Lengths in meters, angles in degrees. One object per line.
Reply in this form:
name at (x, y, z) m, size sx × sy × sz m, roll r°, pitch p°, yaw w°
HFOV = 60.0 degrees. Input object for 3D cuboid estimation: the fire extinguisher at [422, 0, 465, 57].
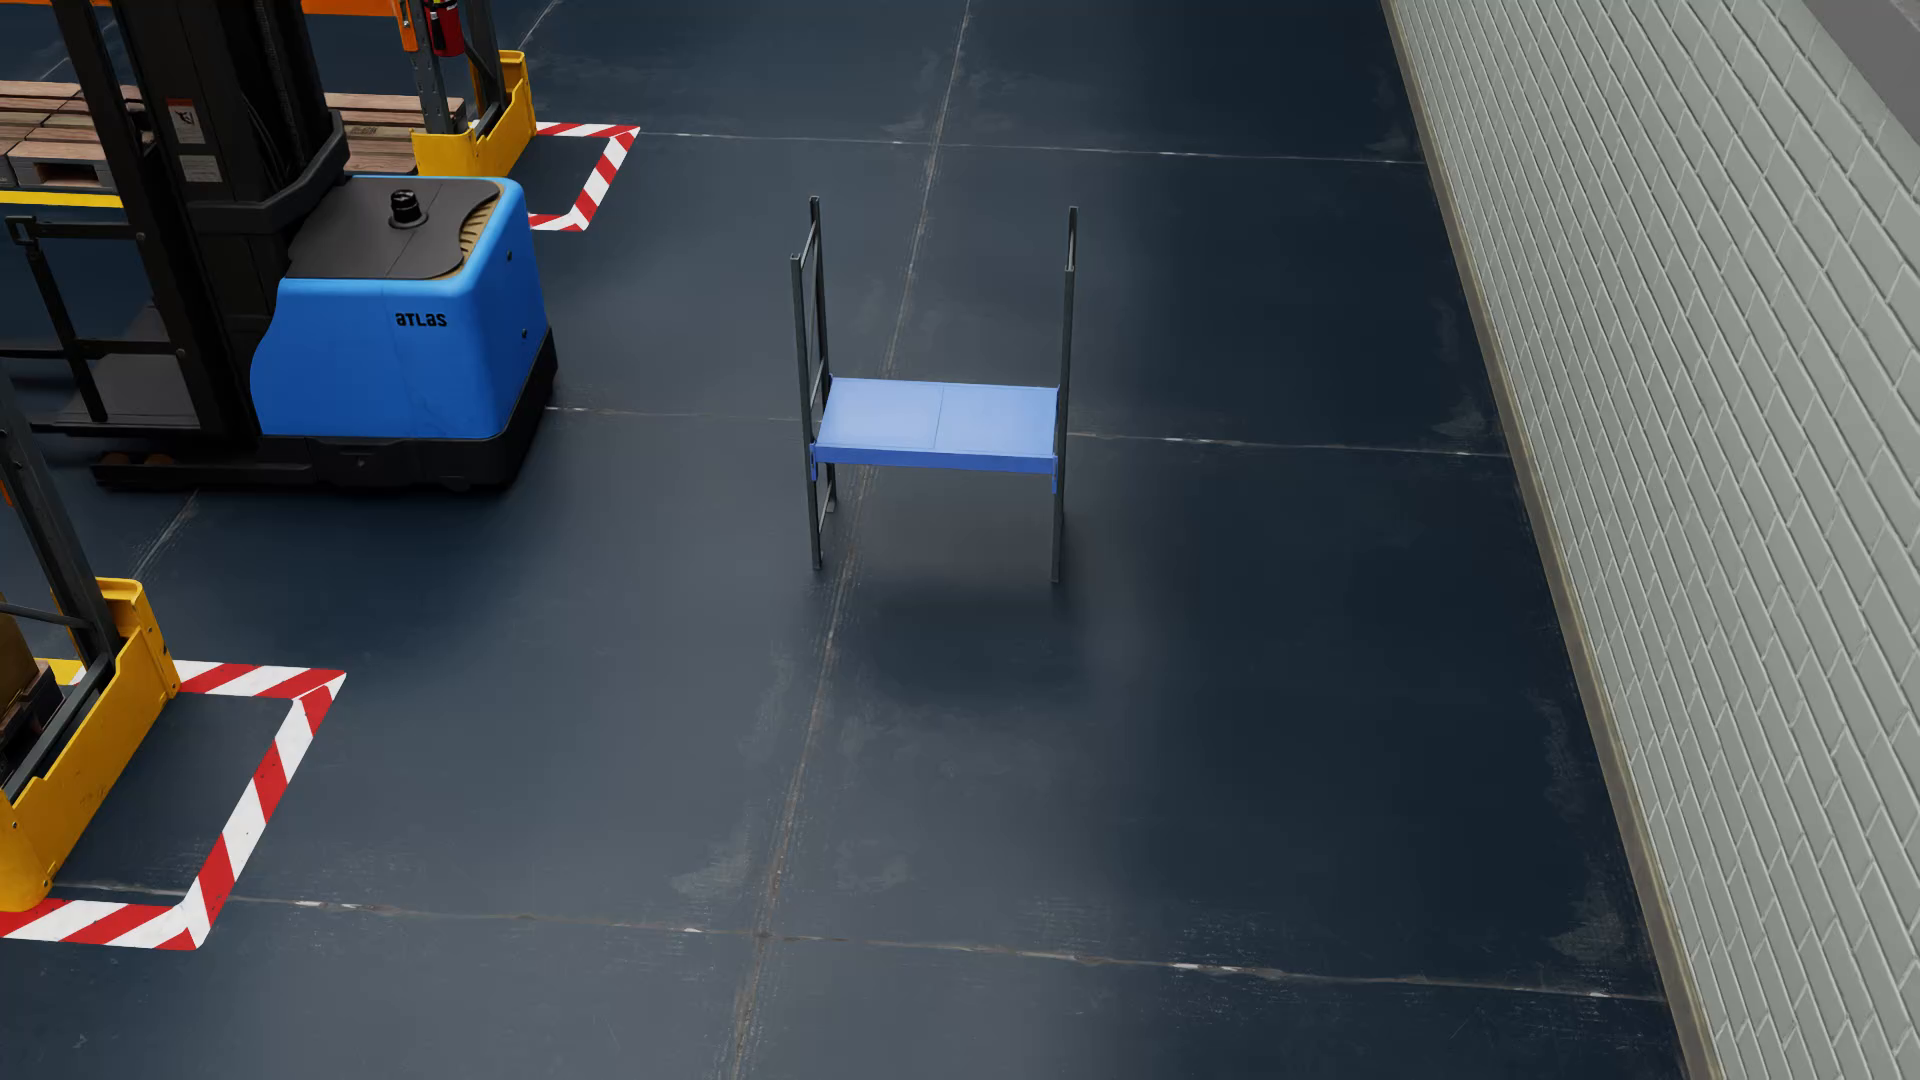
fire extinguisher at (-2.768, -2.912, 8.808) m, size 0.183 × 0.674 × 0.296 m, roll 3°, pitch 39°, yaw 4°

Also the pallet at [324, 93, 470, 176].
pallet at (-3.697, -2.368, 9.992) m, size 1.213 × 0.211 × 1.003 m, roll 3°, pitch 39°, yaw 4°

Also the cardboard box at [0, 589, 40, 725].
cardboard box at (-3.951, 0.411, 5.719) m, size 0.875 × 0.875 × 0.875 m, roll 3°, pitch 39°, yaw 4°

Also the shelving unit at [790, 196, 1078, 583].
shelving unit at (-0.085, -0.586, 6.782) m, size 1.048 × 1.500 × 0.538 m, roll 3°, pitch 39°, yaw 4°

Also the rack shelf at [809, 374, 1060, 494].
rack shelf at (-0.085, -0.447, 6.896) m, size 1.000 × 0.185 × 0.538 m, roll 3°, pitch 39°, yaw 4°

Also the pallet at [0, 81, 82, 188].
pallet at (-6.128, -2.501, 10.155) m, size 1.213 × 0.211 × 1.003 m, roll 3°, pitch 39°, yaw 4°

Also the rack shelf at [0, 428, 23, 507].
rack shelf at (-5.299, -0.095, 5.561) m, size 4.000 × 0.370 × 1.077 m, roll 3°, pitch 39°, yaw 4°

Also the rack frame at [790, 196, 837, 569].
rack frame at (-0.591, -0.614, 6.816) m, size 0.032 × 1.500 × 0.500 m, roll 3°, pitch 39°, yaw 4°

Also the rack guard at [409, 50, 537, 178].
rack guard at (-2.854, -2.418, 9.824) m, size 0.348 × 0.500 × 1.175 m, roll 3°, pitch 39°, yaw 4°

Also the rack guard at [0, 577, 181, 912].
rack guard at (-3.282, 0.705, 5.987) m, size 0.348 × 0.500 × 1.175 m, roll 3°, pitch 39°, yaw 4°

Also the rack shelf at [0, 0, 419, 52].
rack shelf at (-4.871, -3.210, 9.388) m, size 4.000 × 0.370 × 1.077 m, roll 3°, pitch 39°, yaw 4°

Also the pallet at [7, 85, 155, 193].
pallet at (-4.909, -2.436, 10.076) m, size 1.213 × 0.211 × 1.003 m, roll 3°, pitch 39°, yaw 4°

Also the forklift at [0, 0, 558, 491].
forklift at (-3.505, -1.692, 7.007) m, size 3.031 × 2.935 × 1.130 m, roll 1°, pitch 39°, yaw 2°

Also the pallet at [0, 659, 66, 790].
pallet at (-4.110, 0.822, 6.073) m, size 1.213 × 0.211 × 1.003 m, roll 3°, pitch 39°, yaw 4°

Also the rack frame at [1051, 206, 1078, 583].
rack frame at (0.421, -0.559, 6.748) m, size 0.032 × 1.500 × 0.500 m, roll 3°, pitch 39°, yaw 4°

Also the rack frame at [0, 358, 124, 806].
rack frame at (-3.306, -0.265, 5.200) m, size 0.127 × 3.000 × 1.000 m, roll 3°, pitch 39°, yaw 4°

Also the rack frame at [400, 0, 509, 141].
rack frame at (-2.879, -3.380, 9.027) m, size 0.127 × 3.000 × 1.000 m, roll 3°, pitch 39°, yaw 4°
